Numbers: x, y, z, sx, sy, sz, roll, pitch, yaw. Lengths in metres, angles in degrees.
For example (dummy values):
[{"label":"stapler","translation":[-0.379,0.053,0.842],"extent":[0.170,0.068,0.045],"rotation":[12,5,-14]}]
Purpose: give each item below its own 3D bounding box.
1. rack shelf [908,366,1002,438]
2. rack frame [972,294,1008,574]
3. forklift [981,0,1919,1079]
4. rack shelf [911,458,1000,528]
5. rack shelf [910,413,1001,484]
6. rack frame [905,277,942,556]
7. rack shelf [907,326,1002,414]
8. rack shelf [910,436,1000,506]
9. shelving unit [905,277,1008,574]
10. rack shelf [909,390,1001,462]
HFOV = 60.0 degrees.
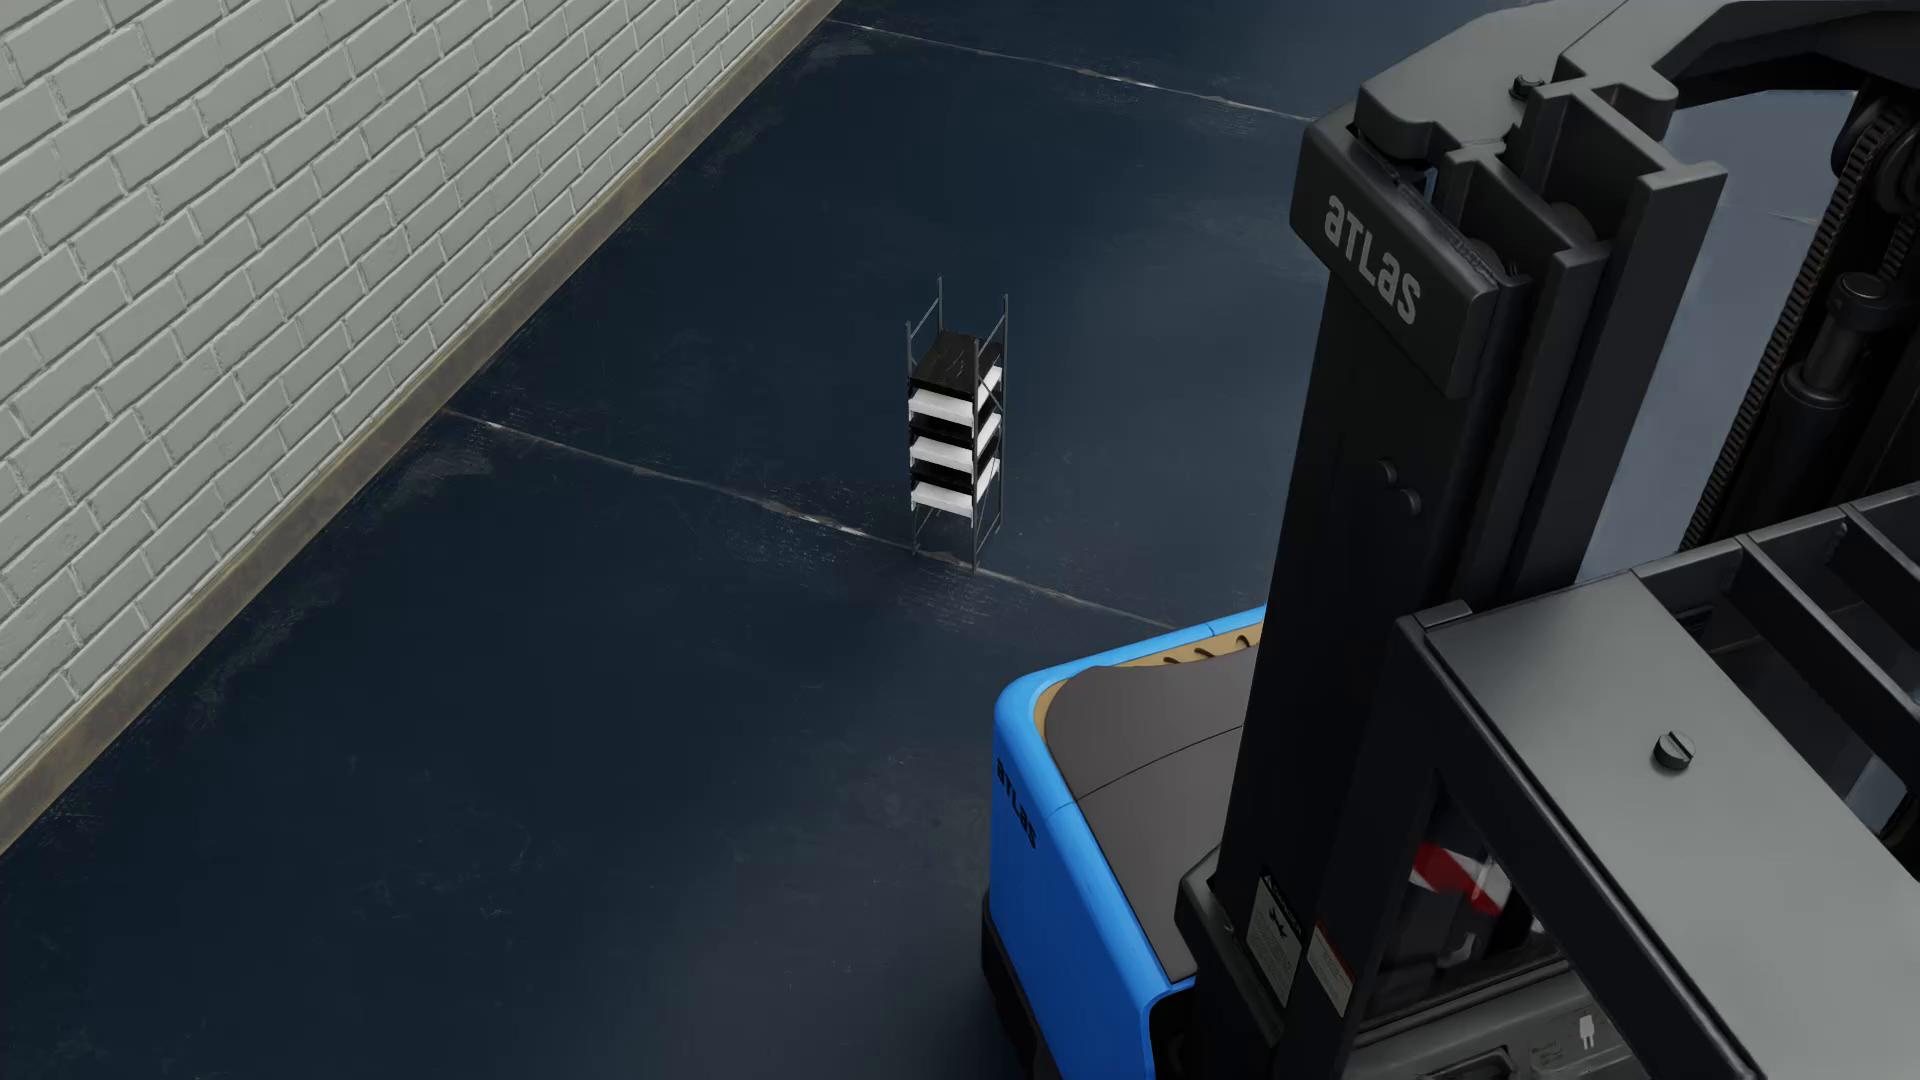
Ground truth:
[{"label":"rack shelf","translation":[-0.007,-0.425,4.831],"extent":[0.200,0.077,0.258],"rotation":[16,47,16]},{"label":"rack frame","translation":[0.086,-0.294,4.907],"extent":[0.006,0.900,0.240],"rotation":[16,47,16]},{"label":"forklift","translation":[1.045,0.873,2.294],"extent":[1.130,2.935,3.031],"rotation":[-15,47,-14]},{"label":"rack shelf","translation":[-0.007,-0.170,5.085],"extent":[0.200,0.077,0.258],"rotation":[16,47,16]},{"label":"rack shelf","translation":[-0.007,-0.298,4.958],"extent":[0.200,0.077,0.258],"rotation":[16,47,16]},{"label":"rack frame","translation":[-0.101,-0.349,4.963],"extent":[0.006,0.900,0.240],"rotation":[16,47,16]},{"label":"rack shelf","translation":[-0.007,-0.489,4.768],"extent":[0.200,0.077,0.258],"rotation":[16,47,16]},{"label":"rack shelf","translation":[-0.007,-0.234,5.022],"extent":[0.200,0.077,0.258],"rotation":[16,47,16]},{"label":"shelving unit","translation":[-0.007,-0.321,4.935],"extent":[0.210,0.900,0.258],"rotation":[16,47,16]},{"label":"rack shelf","translation":[-0.007,-0.361,4.895],"extent":[0.200,0.077,0.258],"rotation":[16,47,16]}]
